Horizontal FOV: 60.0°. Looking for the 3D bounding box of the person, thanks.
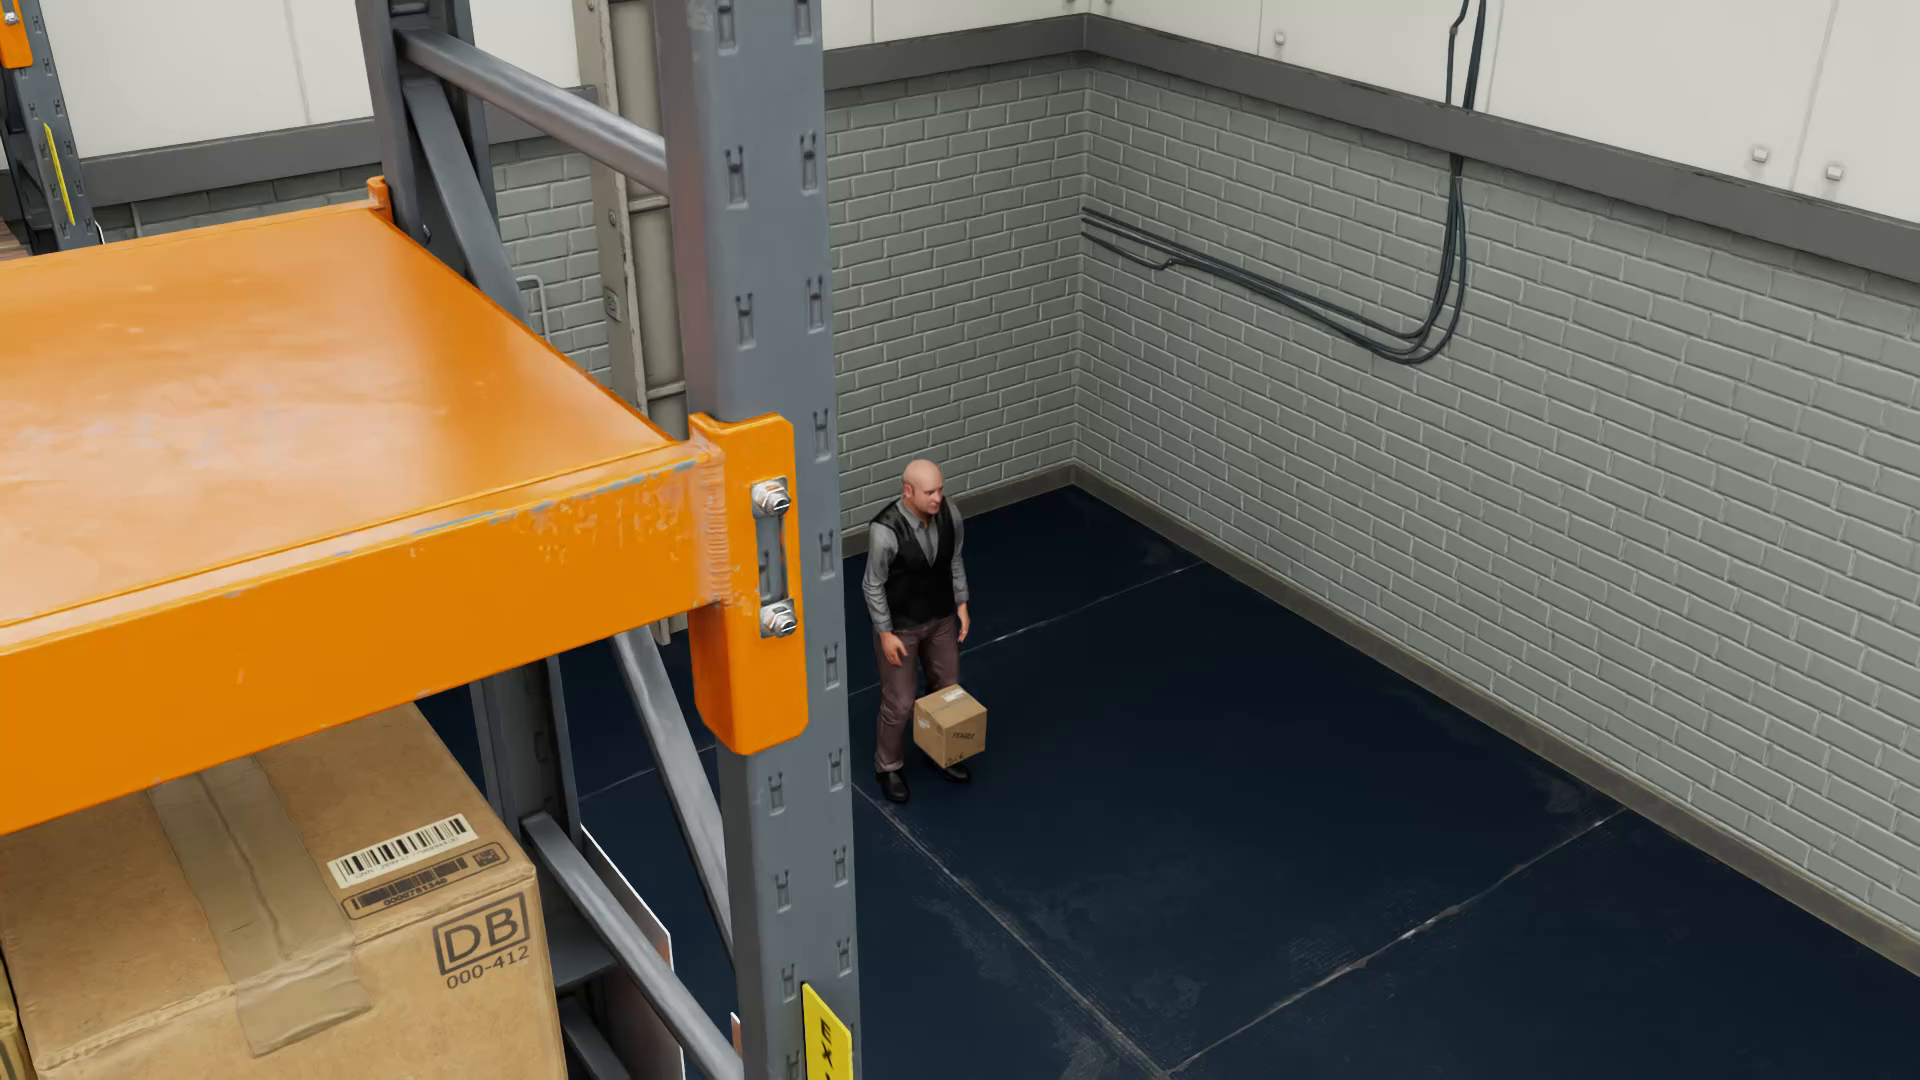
[{"bbox_3d":[-0.196,0.396,7.914,0.563,1.724,0.473,-20,34,-32],"label":"person"}]
